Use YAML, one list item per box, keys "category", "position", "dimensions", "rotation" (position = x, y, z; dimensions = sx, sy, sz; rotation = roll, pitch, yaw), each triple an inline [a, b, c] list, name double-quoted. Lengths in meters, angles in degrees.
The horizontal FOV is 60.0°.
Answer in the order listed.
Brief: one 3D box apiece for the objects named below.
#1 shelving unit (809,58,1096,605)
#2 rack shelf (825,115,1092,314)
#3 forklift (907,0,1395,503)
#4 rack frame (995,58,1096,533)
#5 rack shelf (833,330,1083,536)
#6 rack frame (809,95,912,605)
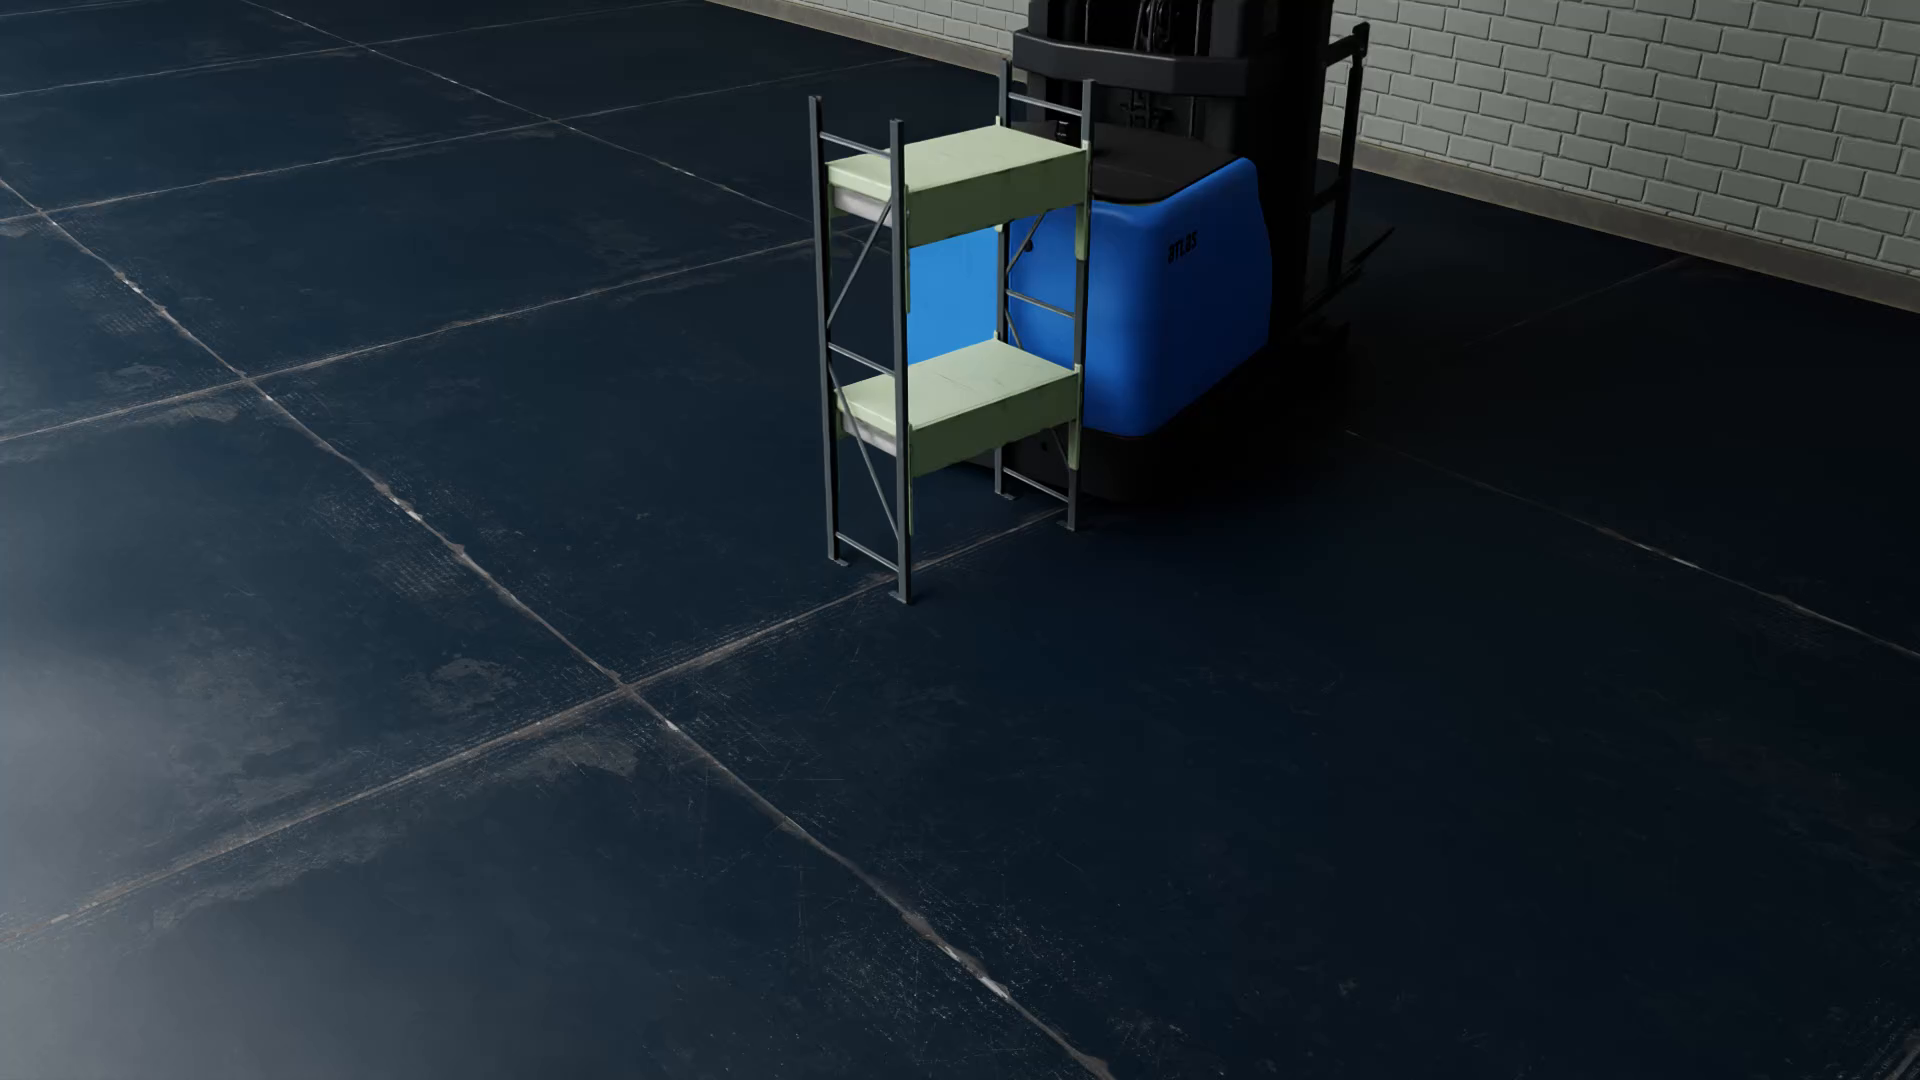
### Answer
- category: "shelving unit"
  position: [-0.014, -0.646, 5.162]
  dimensions: [0.755, 1.500, 0.431]
  rotation: [-22, 35, -35]
- category: "rack shelf"
  position: [-0.014, -0.990, 4.978]
  dimensions: [0.720, 0.370, 0.431]
  rotation: [-22, 35, -35]
- category: "forklift"
  position: [0.969, -2.071, 6.310]
  dimensions: [1.130, 2.935, 3.031]
  rotation: [16, 32, 28]
- category: "rack frame"
  position: [0.261, -0.759, 5.374]
  dimensions: [0.023, 1.500, 0.400]
  rotation: [-22, 35, -35]
- category: "rack shelf"
  position: [-0.014, -0.358, 5.315]
  dimensions: [0.720, 0.370, 0.431]
  rotation: [-22, 35, -35]
- category: "rack frame"
  position: [-0.290, -0.532, 4.949]
  dimensions: [0.023, 1.500, 0.400]
  rotation: [-22, 35, -35]
